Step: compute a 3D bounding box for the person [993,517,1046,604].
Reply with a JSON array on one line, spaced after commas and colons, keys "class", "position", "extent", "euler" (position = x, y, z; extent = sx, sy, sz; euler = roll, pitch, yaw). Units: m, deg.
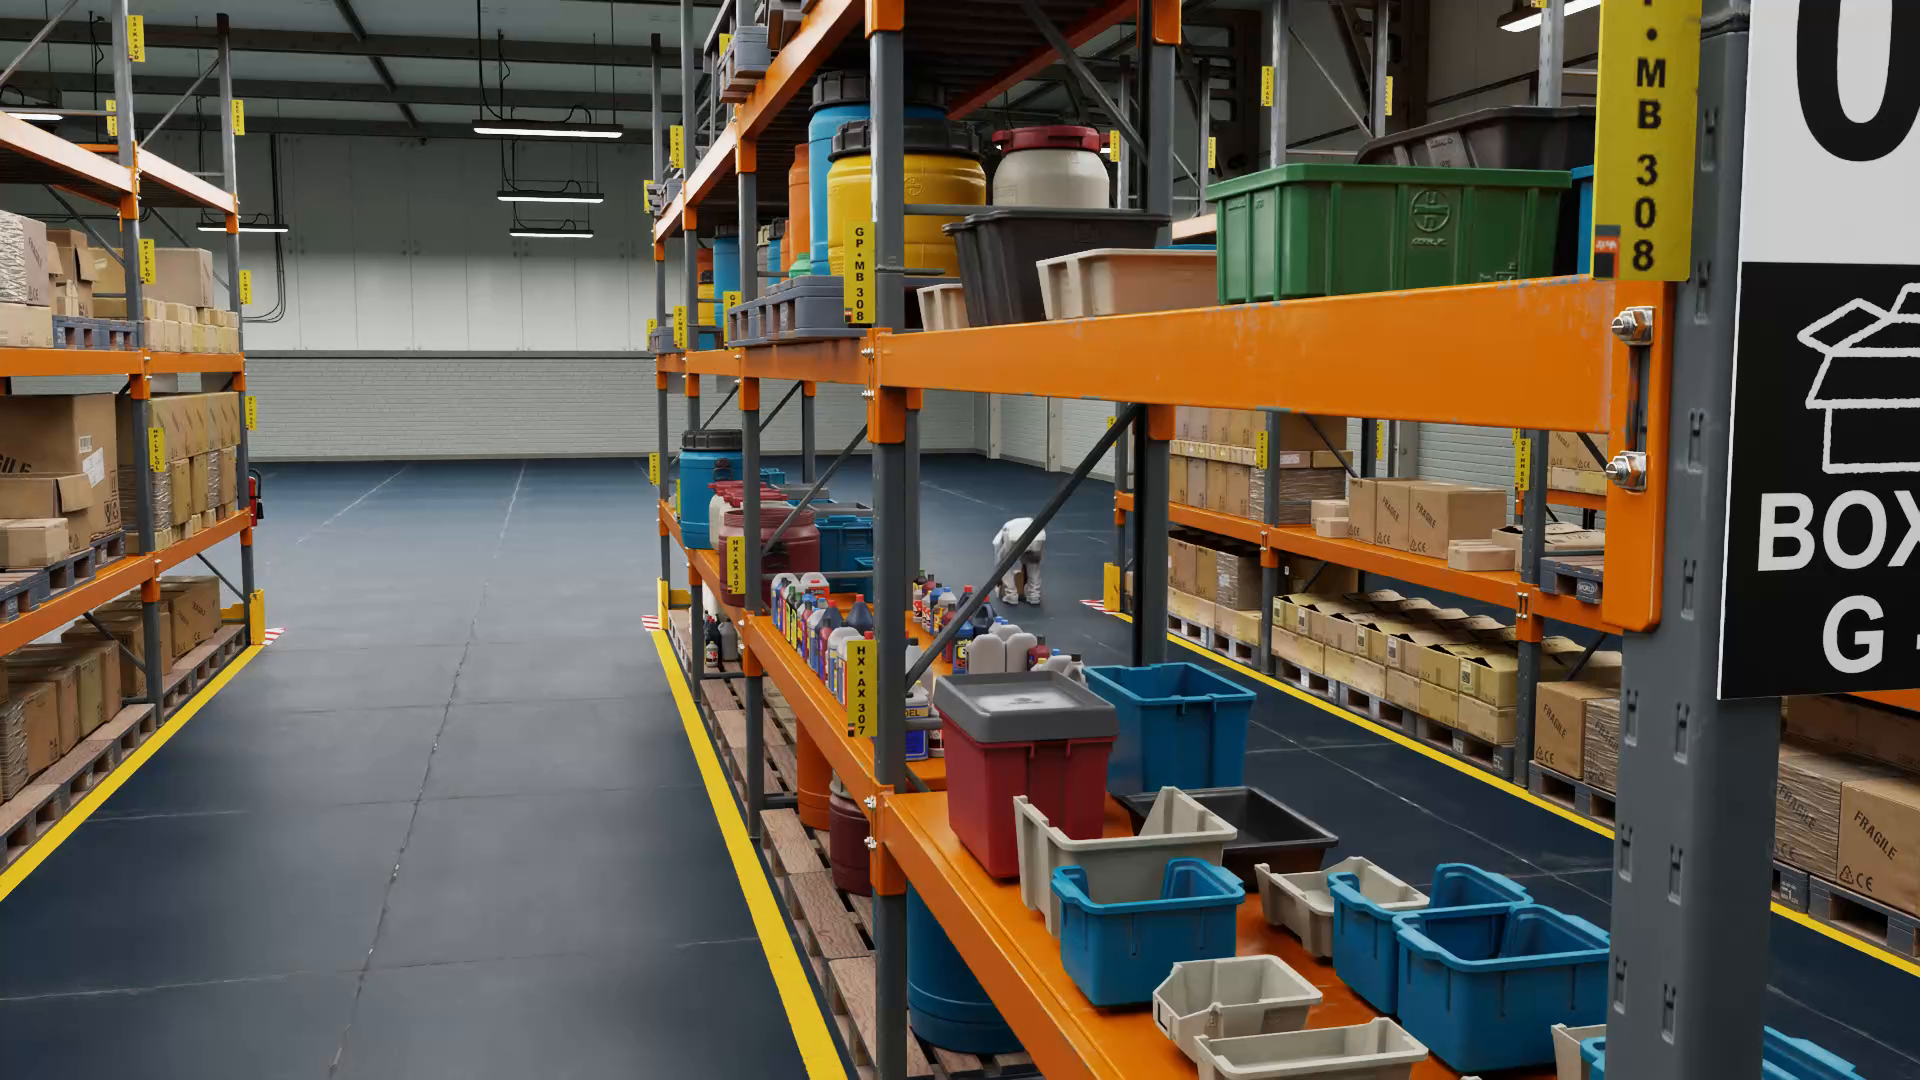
[{"class": "person", "position": [0.658, 0.207, 19.107], "extent": [0.520, 0.987, 0.981], "euler": [-2, 6, -16]}]
